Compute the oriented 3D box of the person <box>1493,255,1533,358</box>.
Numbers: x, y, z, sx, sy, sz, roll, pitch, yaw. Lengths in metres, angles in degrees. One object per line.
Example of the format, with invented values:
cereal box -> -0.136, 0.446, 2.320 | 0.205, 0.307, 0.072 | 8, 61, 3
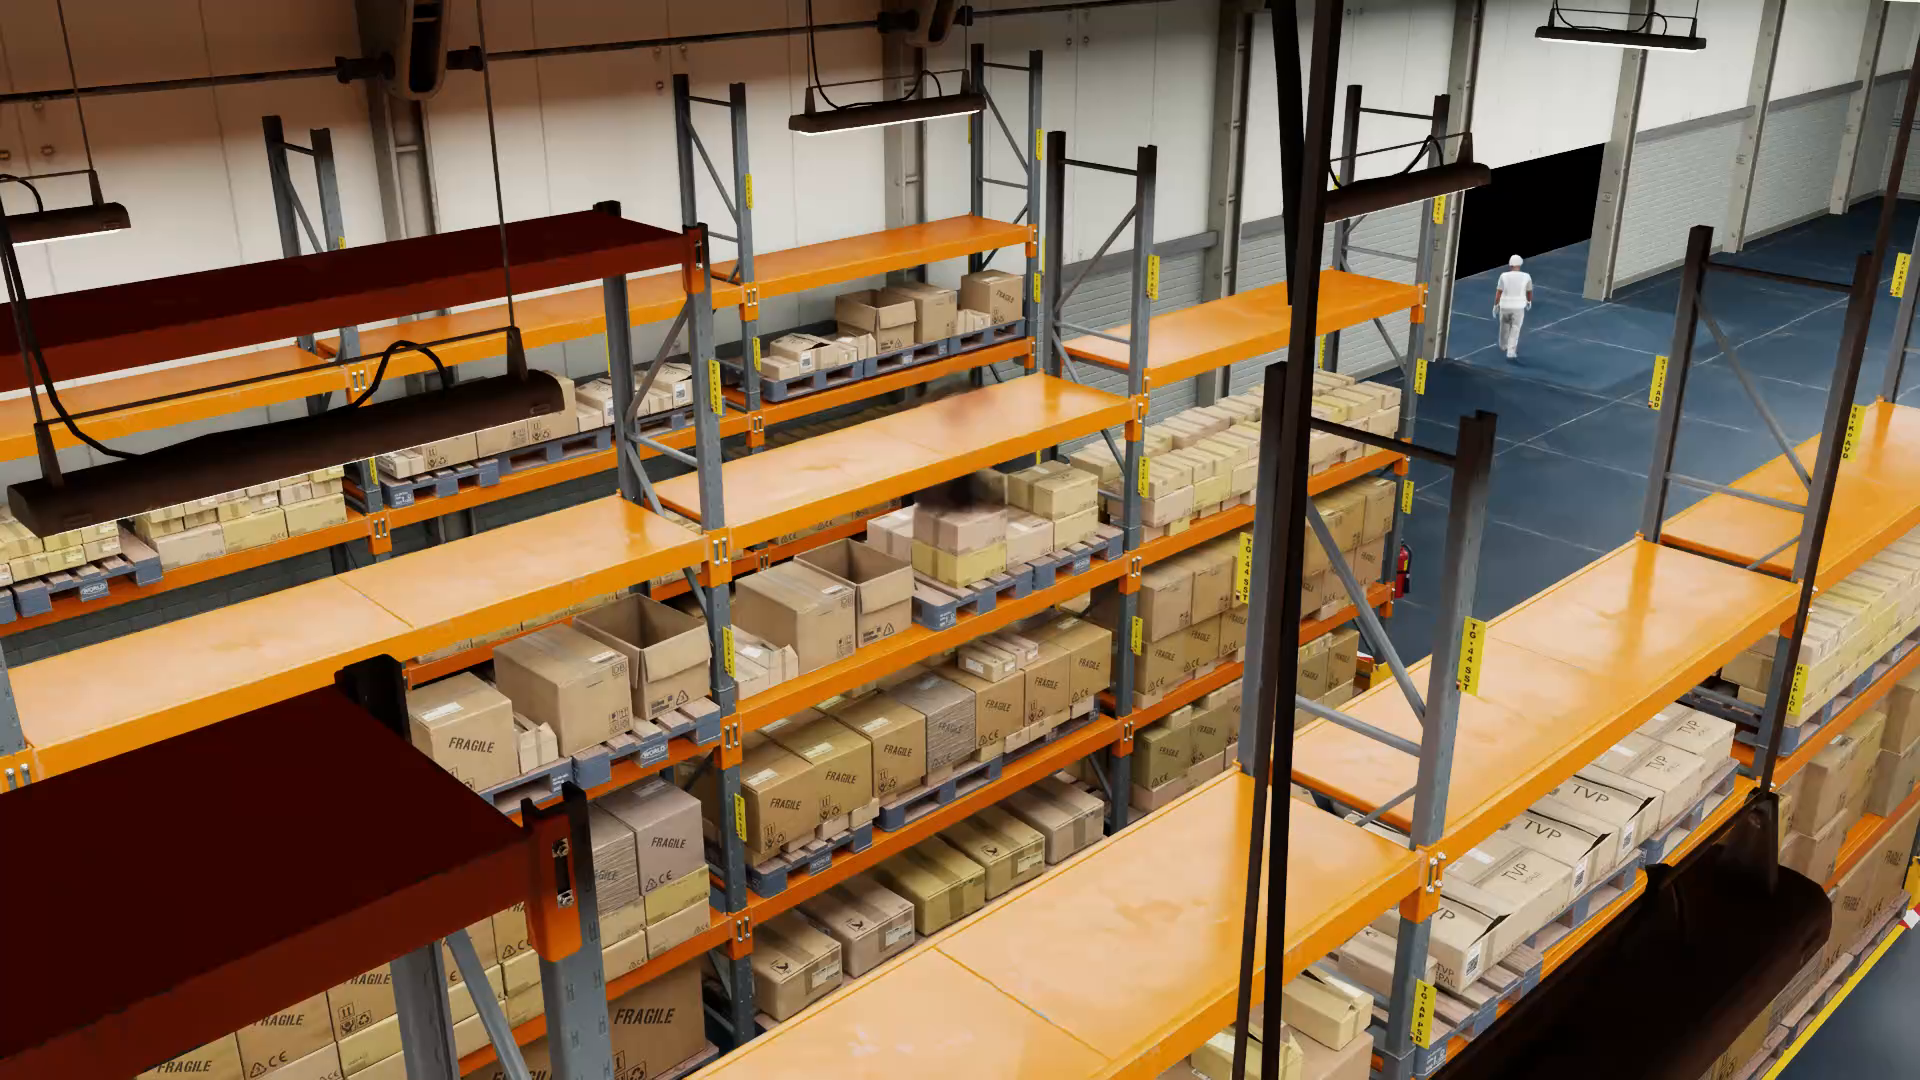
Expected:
person -> 9.375, -3.987, 28.215 | 0.591, 1.740, 1.057 | 9, 24, 21
